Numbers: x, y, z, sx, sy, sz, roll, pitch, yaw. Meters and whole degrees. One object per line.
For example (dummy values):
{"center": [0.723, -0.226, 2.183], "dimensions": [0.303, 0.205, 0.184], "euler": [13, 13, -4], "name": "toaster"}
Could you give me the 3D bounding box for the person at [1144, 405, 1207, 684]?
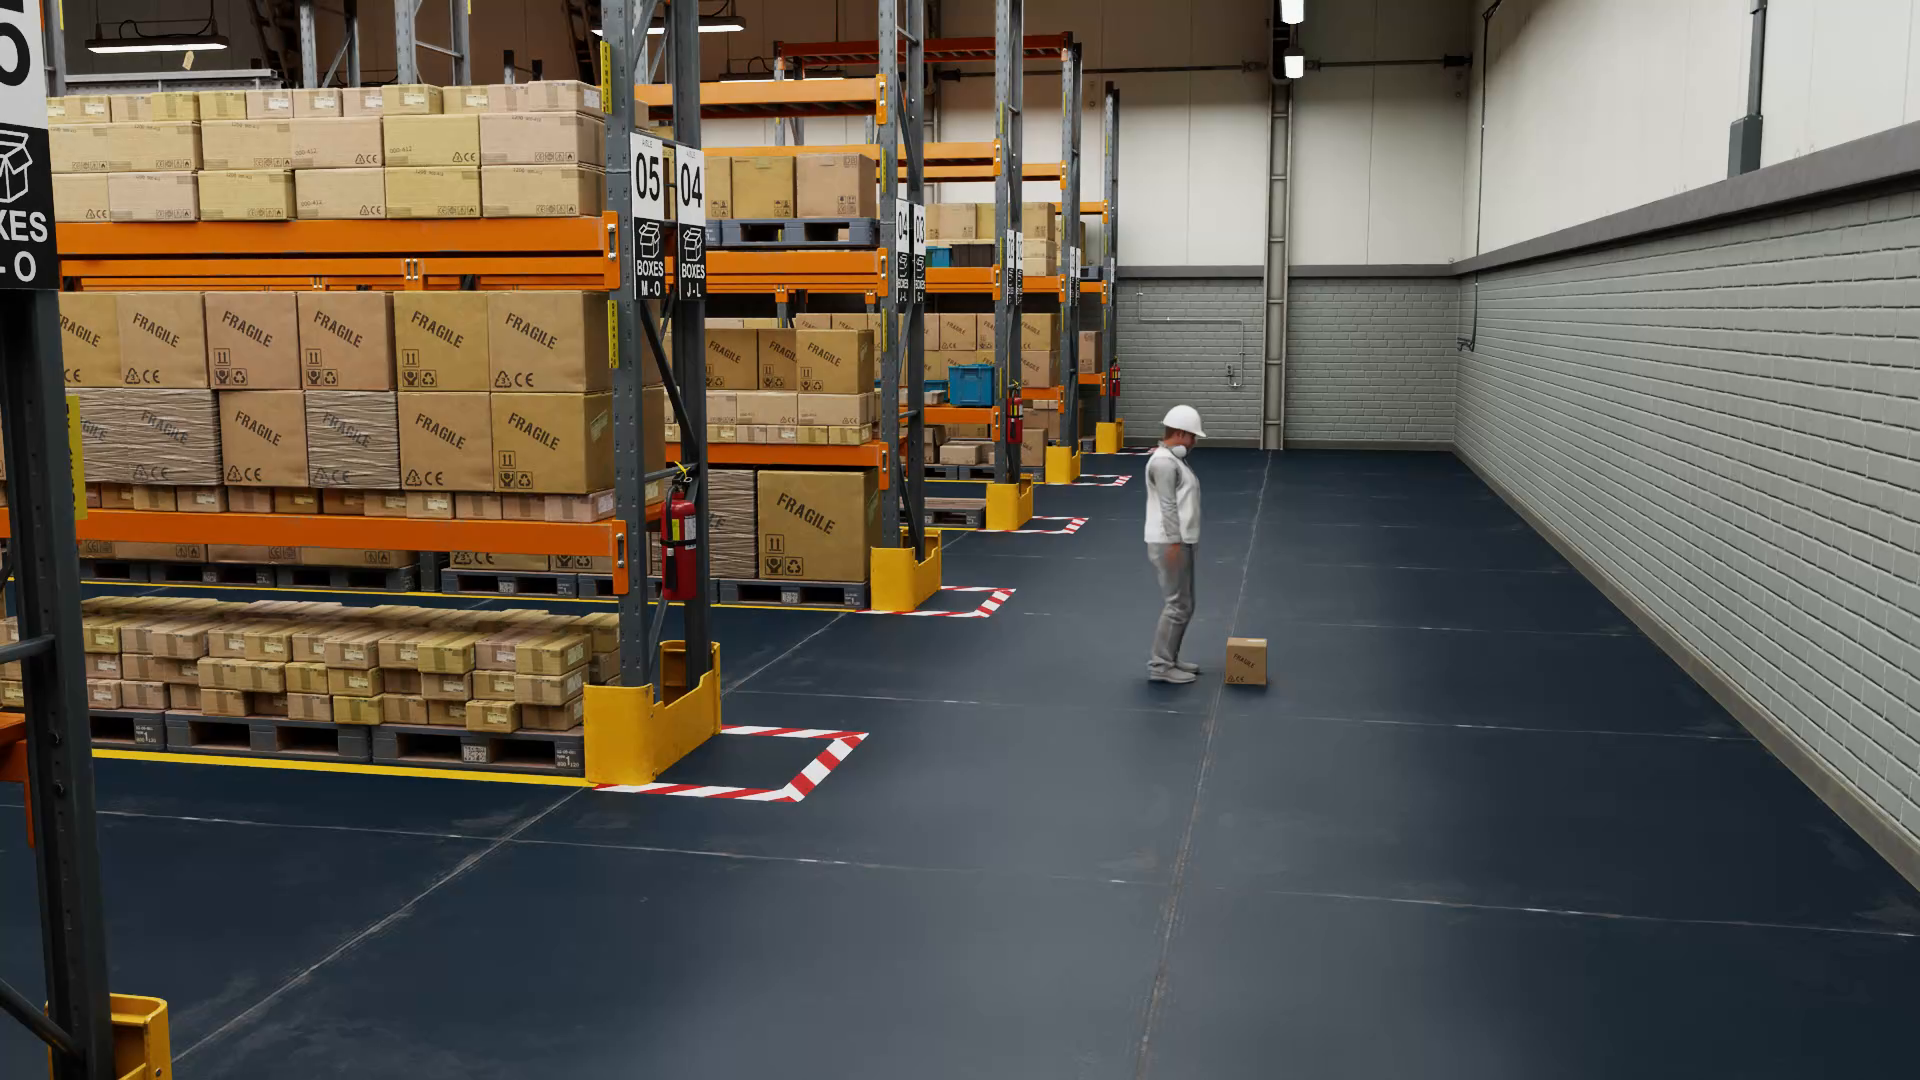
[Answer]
{"center": [1.380, 0.015, 10.681], "dimensions": [0.378, 1.760, 0.538], "euler": [2, 8, 12], "name": "person"}
